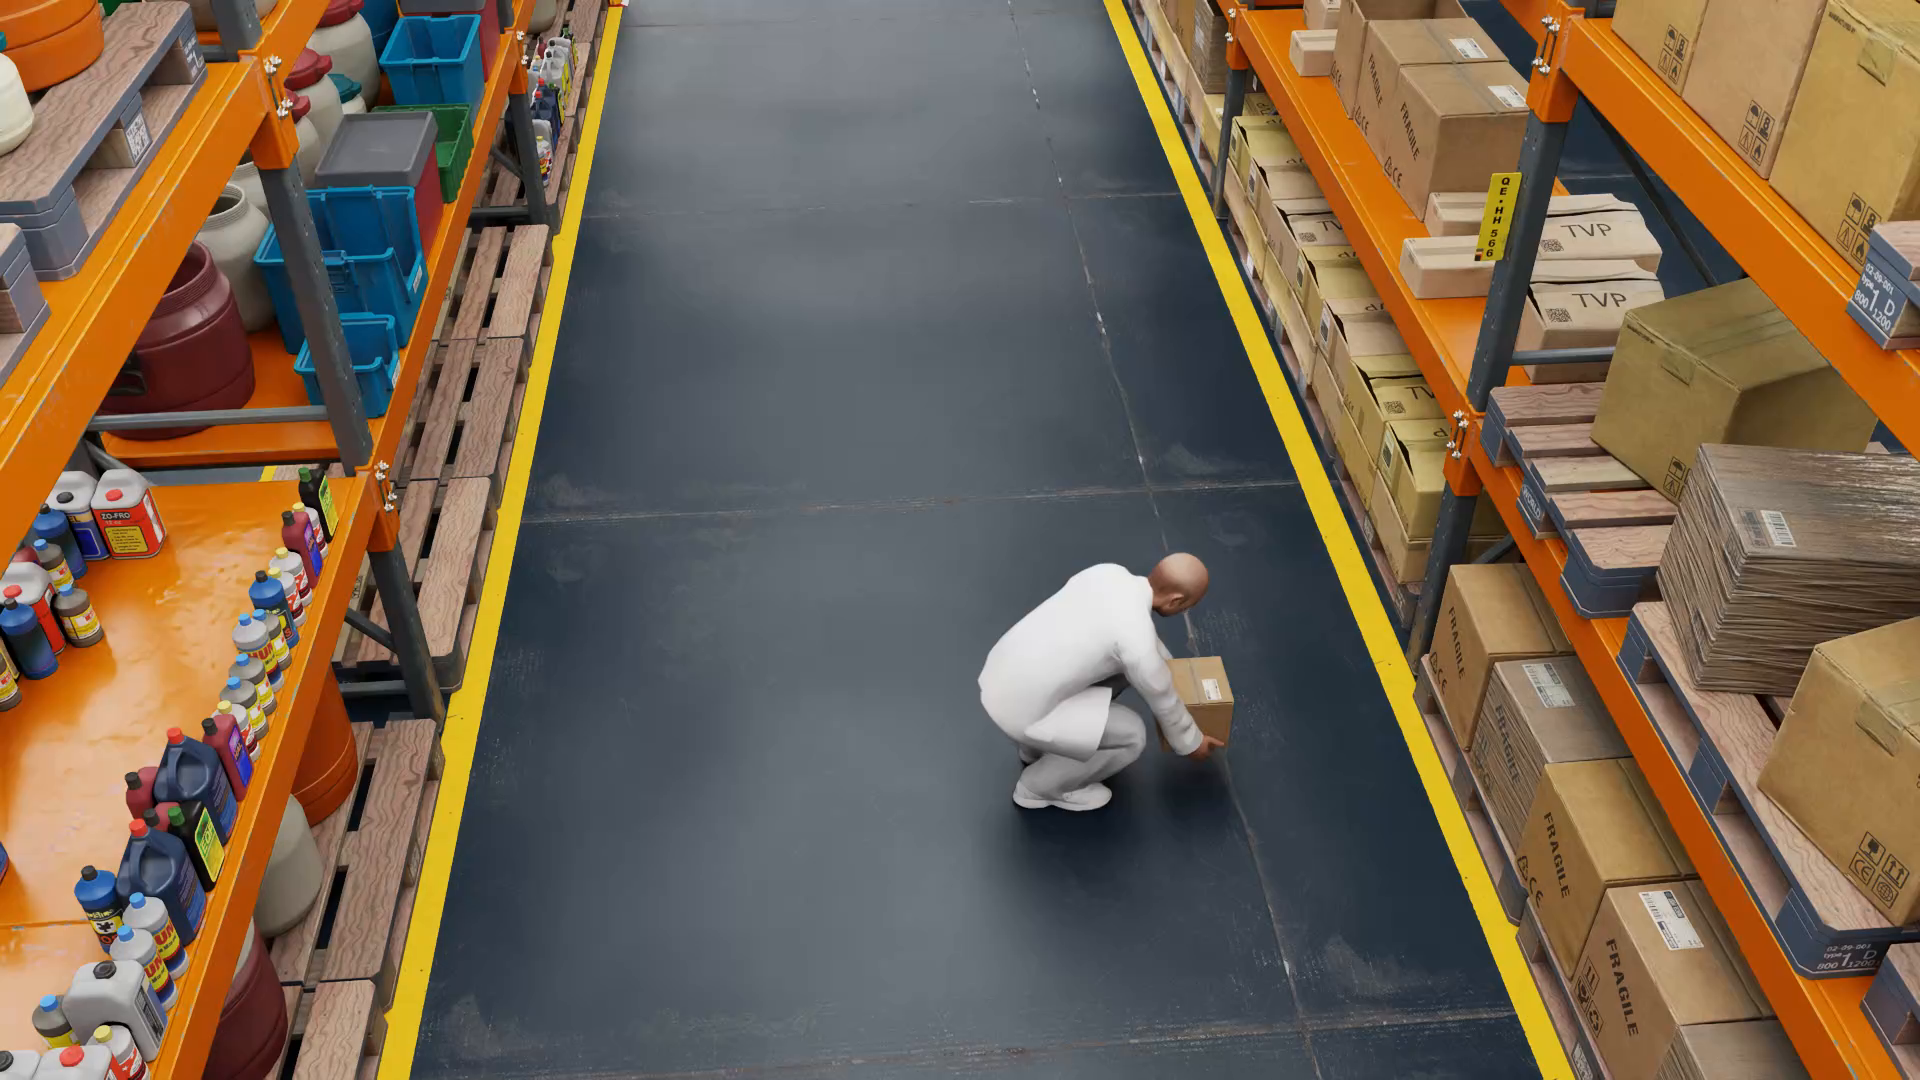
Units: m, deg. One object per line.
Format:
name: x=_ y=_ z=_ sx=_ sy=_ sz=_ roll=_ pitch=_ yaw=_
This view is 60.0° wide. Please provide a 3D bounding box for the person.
person: x=0.527 y=0.508 z=6.151 sx=0.919 sy=1.008 sz=0.579 roll=-4 pitch=39 yaw=-5
